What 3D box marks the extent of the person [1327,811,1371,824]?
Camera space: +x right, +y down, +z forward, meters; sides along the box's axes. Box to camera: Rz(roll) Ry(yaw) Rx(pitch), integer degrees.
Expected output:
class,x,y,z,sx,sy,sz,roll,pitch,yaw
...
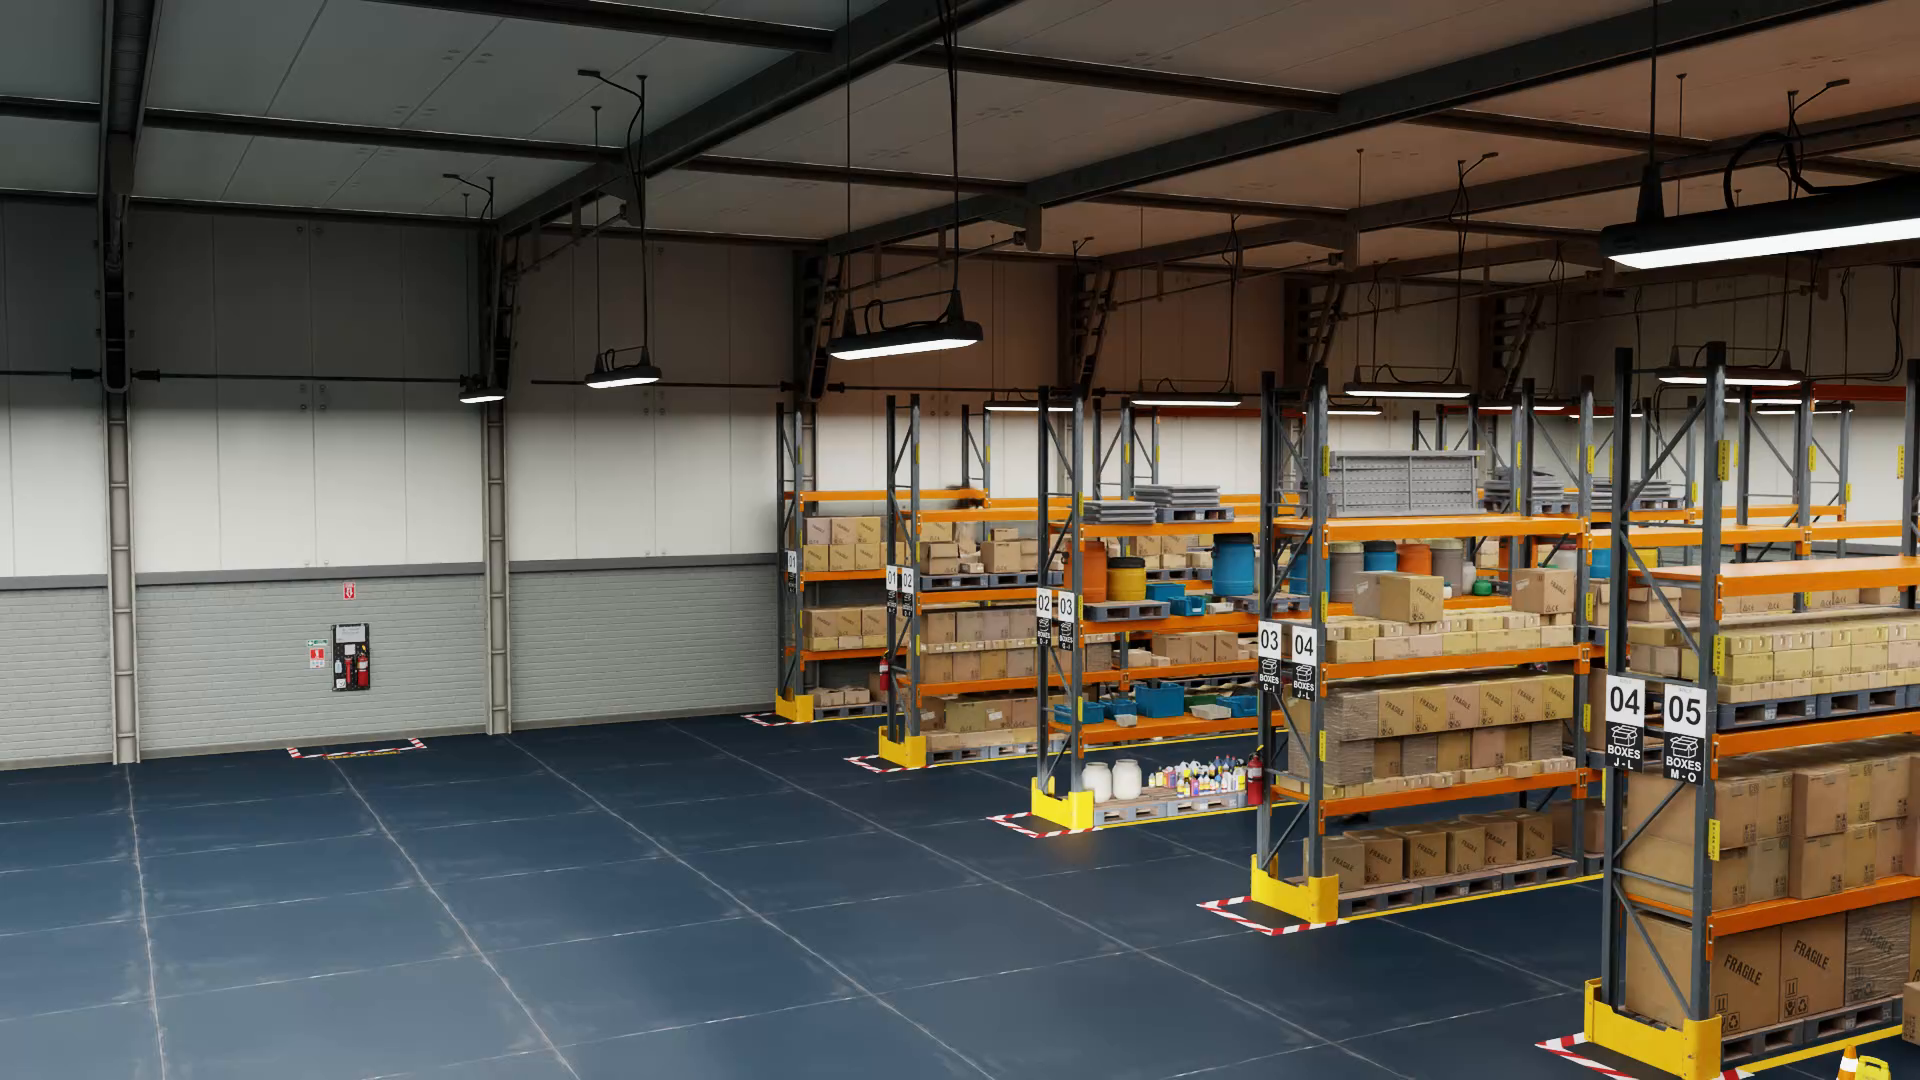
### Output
class,x,y,z,sx,sy,sz,roll,pitch,yaw
person,5.355,3.018,22.816,0.553,1.736,0.554,1,3,21
